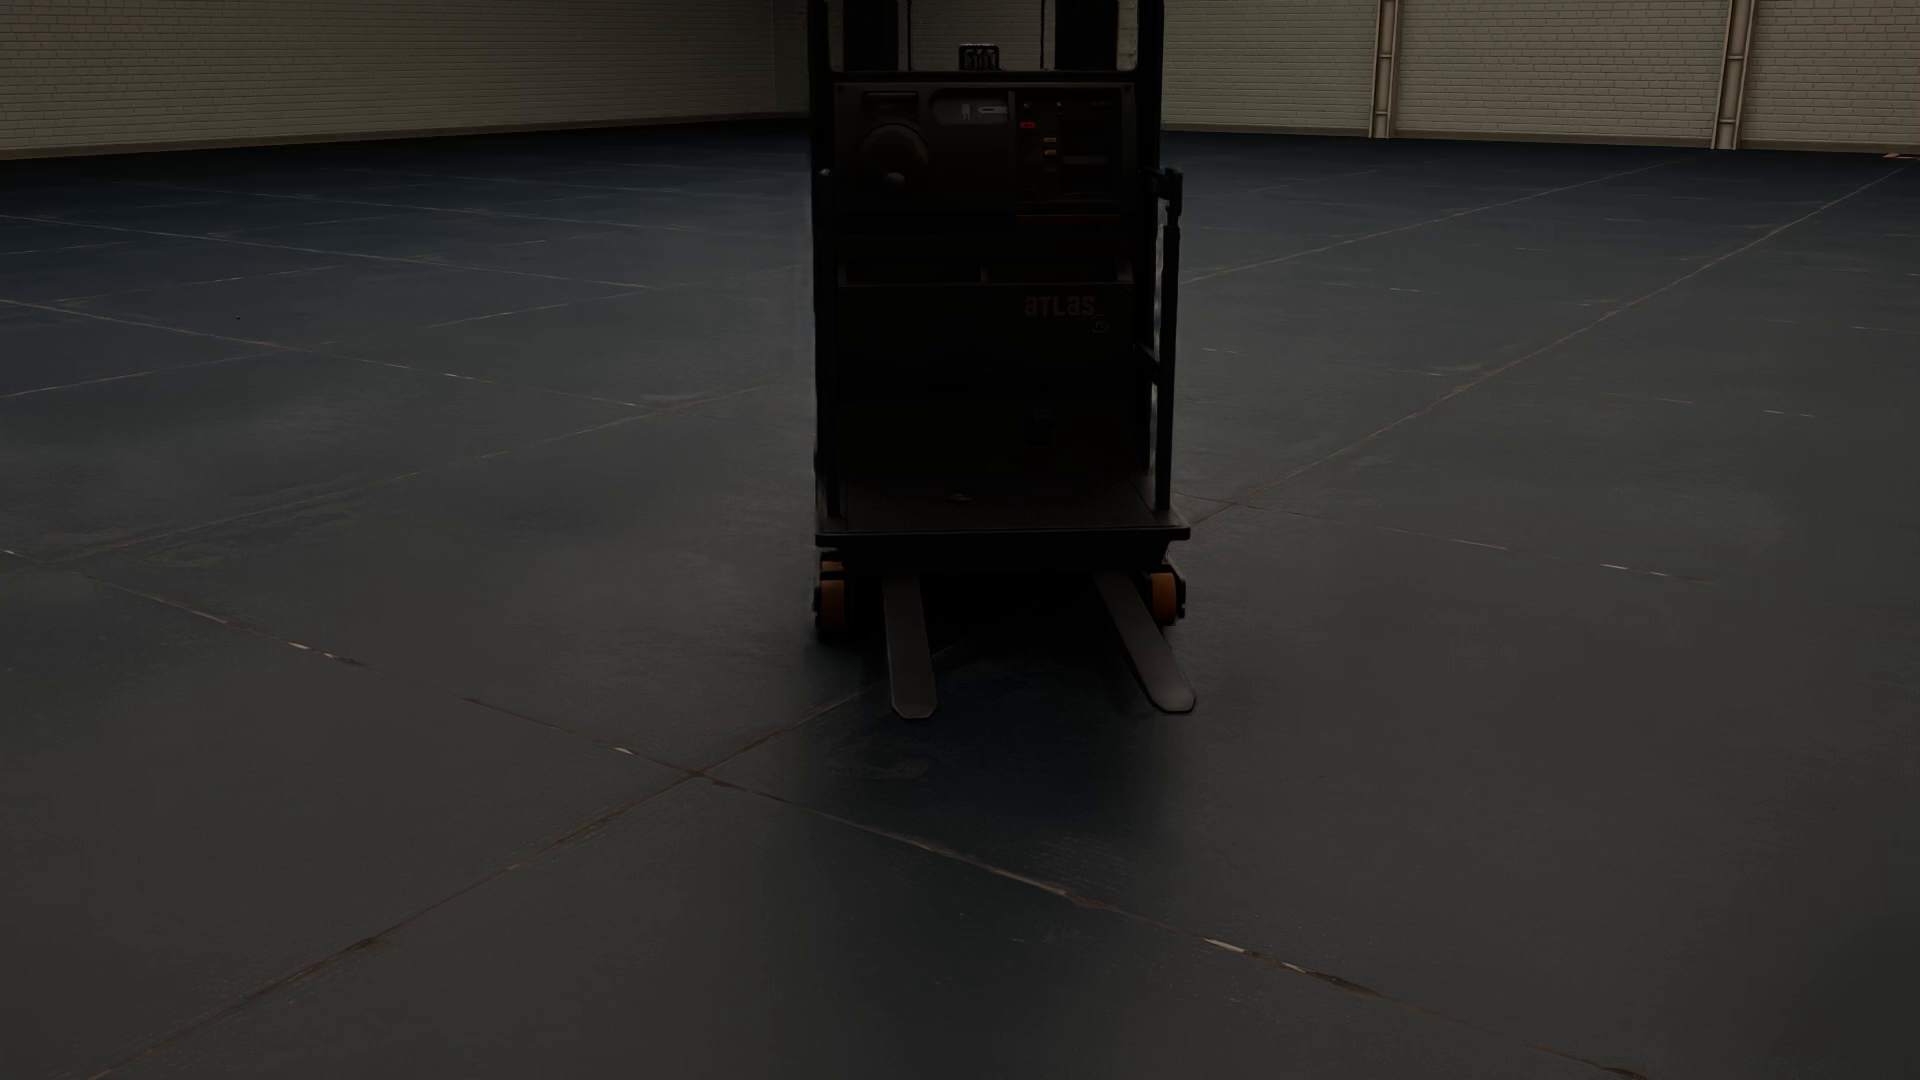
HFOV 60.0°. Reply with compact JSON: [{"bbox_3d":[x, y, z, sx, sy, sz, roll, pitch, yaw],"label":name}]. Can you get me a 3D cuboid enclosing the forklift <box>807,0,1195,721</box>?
[{"bbox_3d":[0.096,-1.221,4.915,1.130,2.935,3.031,-1,17,-4],"label":"forklift"}]
